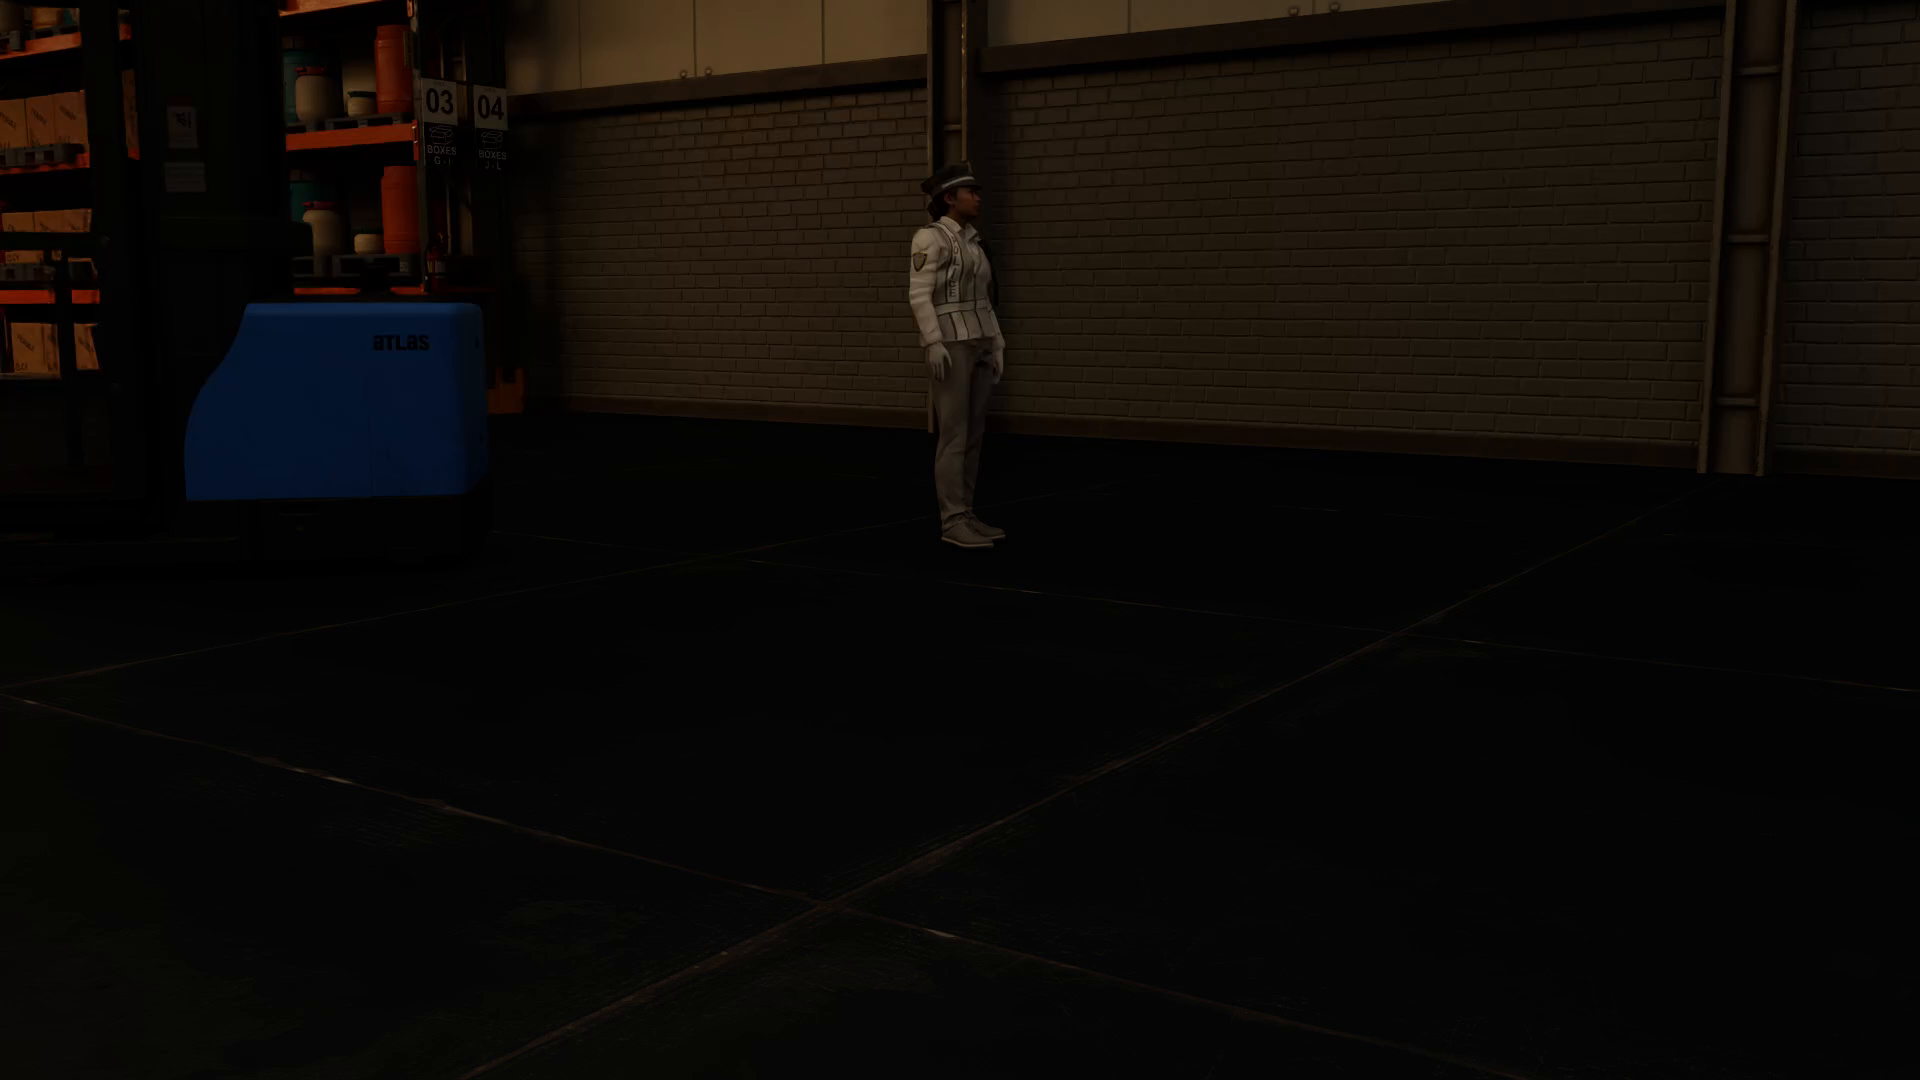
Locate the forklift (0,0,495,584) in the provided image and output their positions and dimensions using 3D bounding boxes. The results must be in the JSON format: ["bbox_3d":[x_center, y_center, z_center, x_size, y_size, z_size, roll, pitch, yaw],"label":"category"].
[{"bbox_3d":[-3.545,-1.356,6.728,3.031,2.935,1.130,-1,8,-10],"label":"forklift"}]

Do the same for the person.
[{"bbox_3d":[0.052,-0.840,7.441,0.533,1.696,0.588,5,10,34],"label":"person"}]
